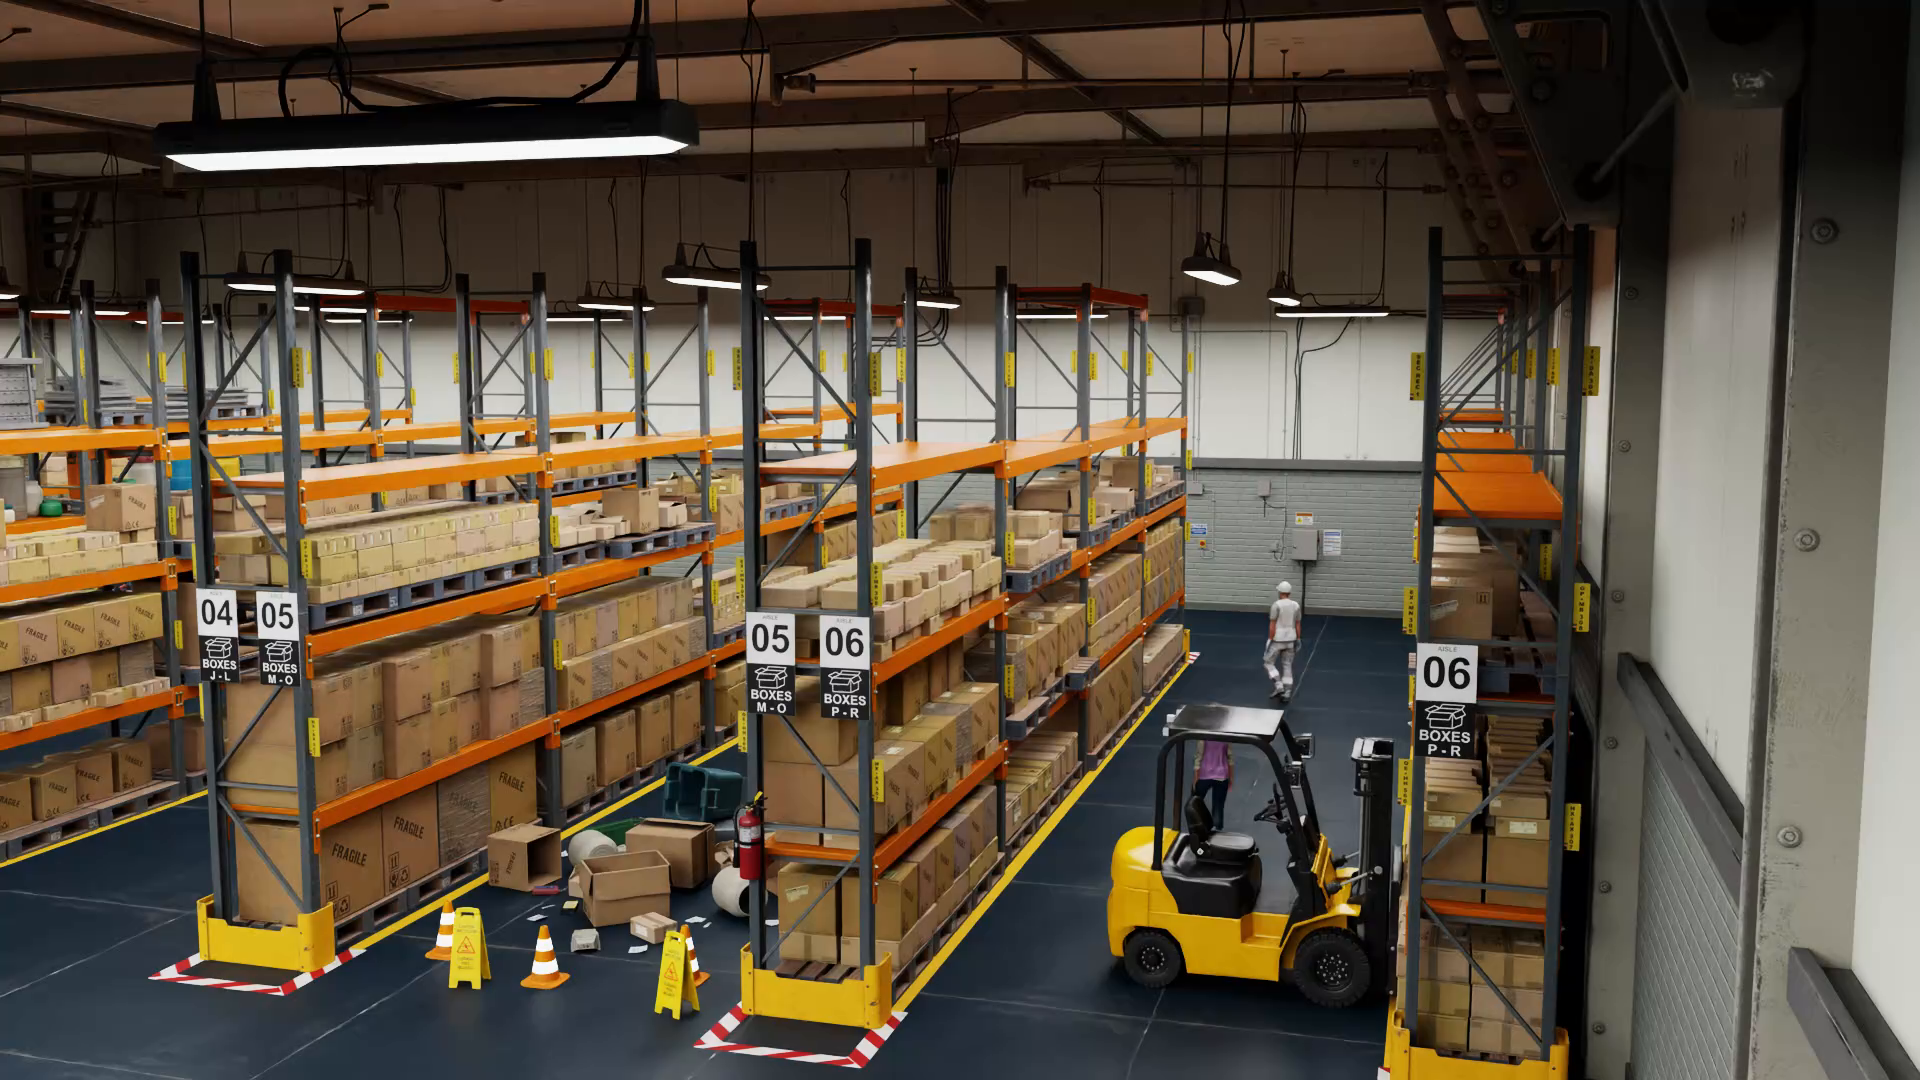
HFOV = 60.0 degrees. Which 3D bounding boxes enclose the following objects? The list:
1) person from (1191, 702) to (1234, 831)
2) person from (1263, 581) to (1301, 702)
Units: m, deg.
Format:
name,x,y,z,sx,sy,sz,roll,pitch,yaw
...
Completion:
name,x,y,z,sx,sy,sz,roll,pitch,yaw
person,2.603,2.468,17.114,0.440,1.597,0.376,-1,6,-8
person,4.820,1.517,24.716,0.598,1.791,0.485,-2,7,-21
